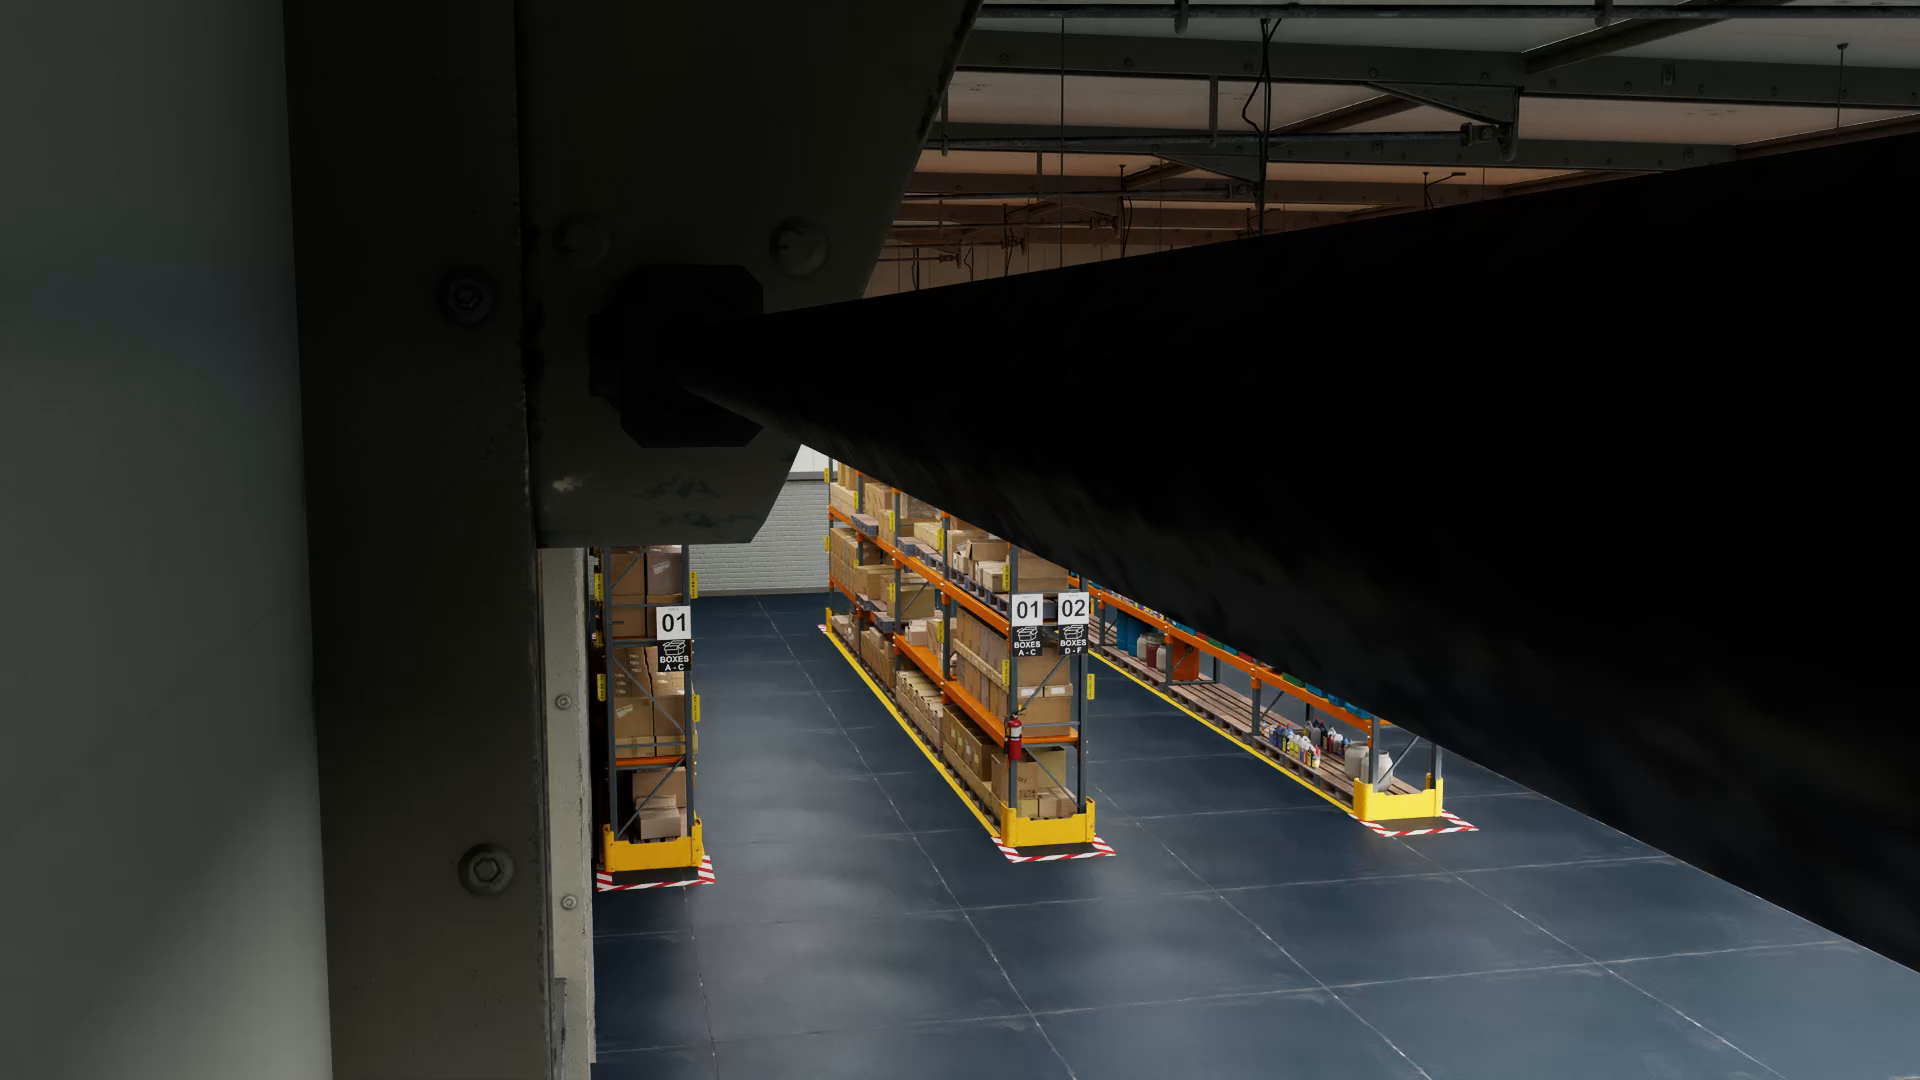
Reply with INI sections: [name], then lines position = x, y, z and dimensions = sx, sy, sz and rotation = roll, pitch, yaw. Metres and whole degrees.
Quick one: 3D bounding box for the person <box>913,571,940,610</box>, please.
[person]
position = -0.726, 1.120, 36.772
dimensions = 0.731, 1.727, 0.534
rotation = -6, 9, -43
